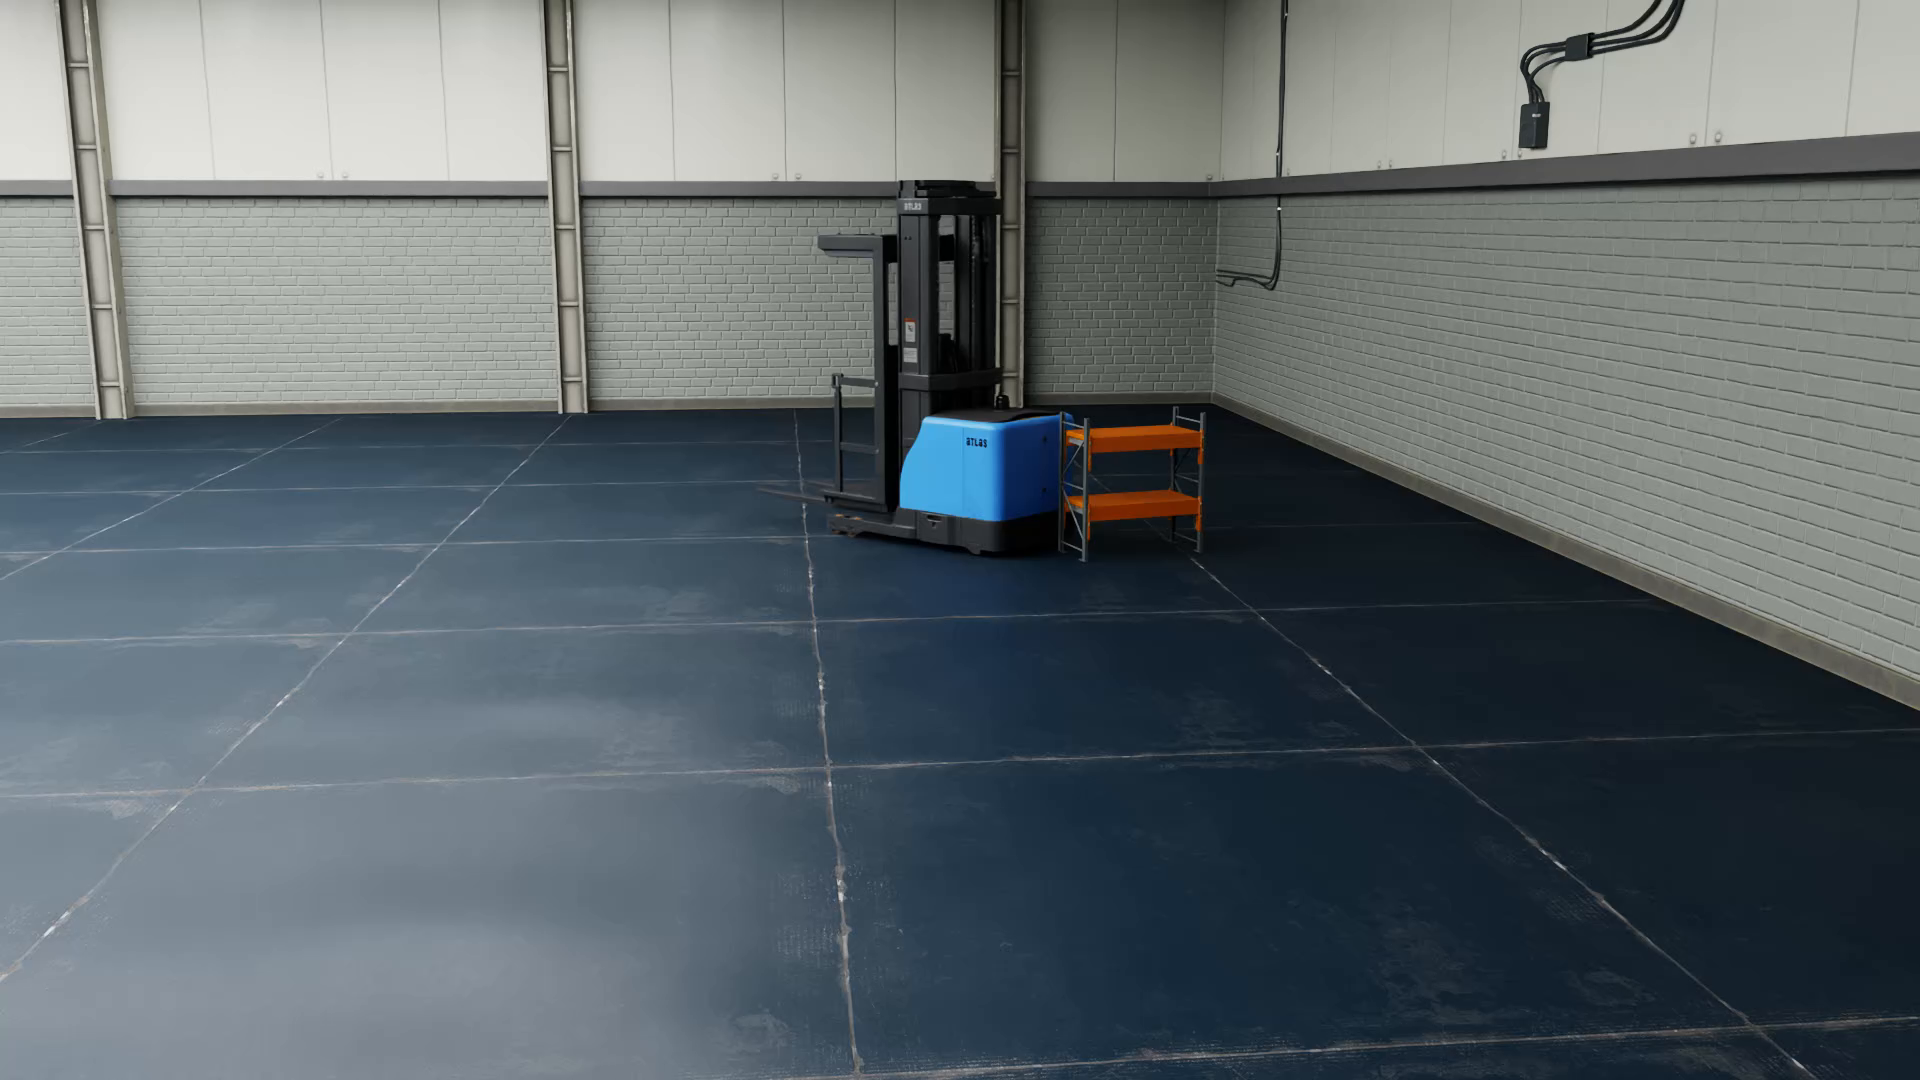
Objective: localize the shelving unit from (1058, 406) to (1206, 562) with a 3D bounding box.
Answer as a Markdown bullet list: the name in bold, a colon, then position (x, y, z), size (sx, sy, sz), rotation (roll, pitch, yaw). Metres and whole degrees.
- **shelving unit**: position (1.370, -0.460, 13.293), size (1.048, 1.125, 0.538), rotation (-4, 12, -21)

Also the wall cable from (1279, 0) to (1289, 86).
- **wall cable**: position (4.043, -6.541, 18.767), size (0.112, 2.526, 3.097), rotation (-1, 11, -6)

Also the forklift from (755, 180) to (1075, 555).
- **forklift**: position (-0.497, -1.535, 14.078), size (3.031, 2.935, 1.130), rotation (10, 15, 40)

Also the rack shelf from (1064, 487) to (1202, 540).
- **rack shelf**: position (1.370, -0.220, 13.340), size (1.000, 0.278, 0.538), rotation (-4, 12, -21)

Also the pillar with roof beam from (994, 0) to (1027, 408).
- **pillar with roof beam**: position (1.144, -5.472, 18.372), size (0.400, 9.000, 9.100), rotation (-1, 11, -6)

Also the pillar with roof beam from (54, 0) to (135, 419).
- **pillar with roof beam**: position (-10.786, -5.222, 17.101), size (0.400, 9.000, 9.100), rotation (-1, 11, -6)

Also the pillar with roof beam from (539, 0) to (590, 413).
- **pillar with roof beam**: position (-4.821, -5.347, 17.737), size (0.400, 9.000, 9.100), rotation (-1, 11, -6)

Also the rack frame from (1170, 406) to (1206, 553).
- **rack frame**: position (1.845, -0.496, 13.473), size (0.032, 1.125, 0.500), rotation (-4, 12, -21)

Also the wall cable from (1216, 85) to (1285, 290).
- **wall cable**: position (3.751, -4.581, 21.894), size (0.112, 2.526, 3.097), rotation (-1, 11, -6)

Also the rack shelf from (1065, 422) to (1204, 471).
- **rack shelf**: position (1.370, -0.747, 13.236), size (1.000, 0.278, 0.538), rotation (-4, 12, -21)

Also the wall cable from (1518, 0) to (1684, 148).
- **wall cable**: position (4.760, -5.953, 12.004), size (0.169, 6.003, 2.305), rotation (-1, 11, -6)

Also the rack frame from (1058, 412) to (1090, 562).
- **rack frame**: position (0.896, -0.425, 13.113), size (0.032, 1.125, 0.500), rotation (-4, 12, -21)
